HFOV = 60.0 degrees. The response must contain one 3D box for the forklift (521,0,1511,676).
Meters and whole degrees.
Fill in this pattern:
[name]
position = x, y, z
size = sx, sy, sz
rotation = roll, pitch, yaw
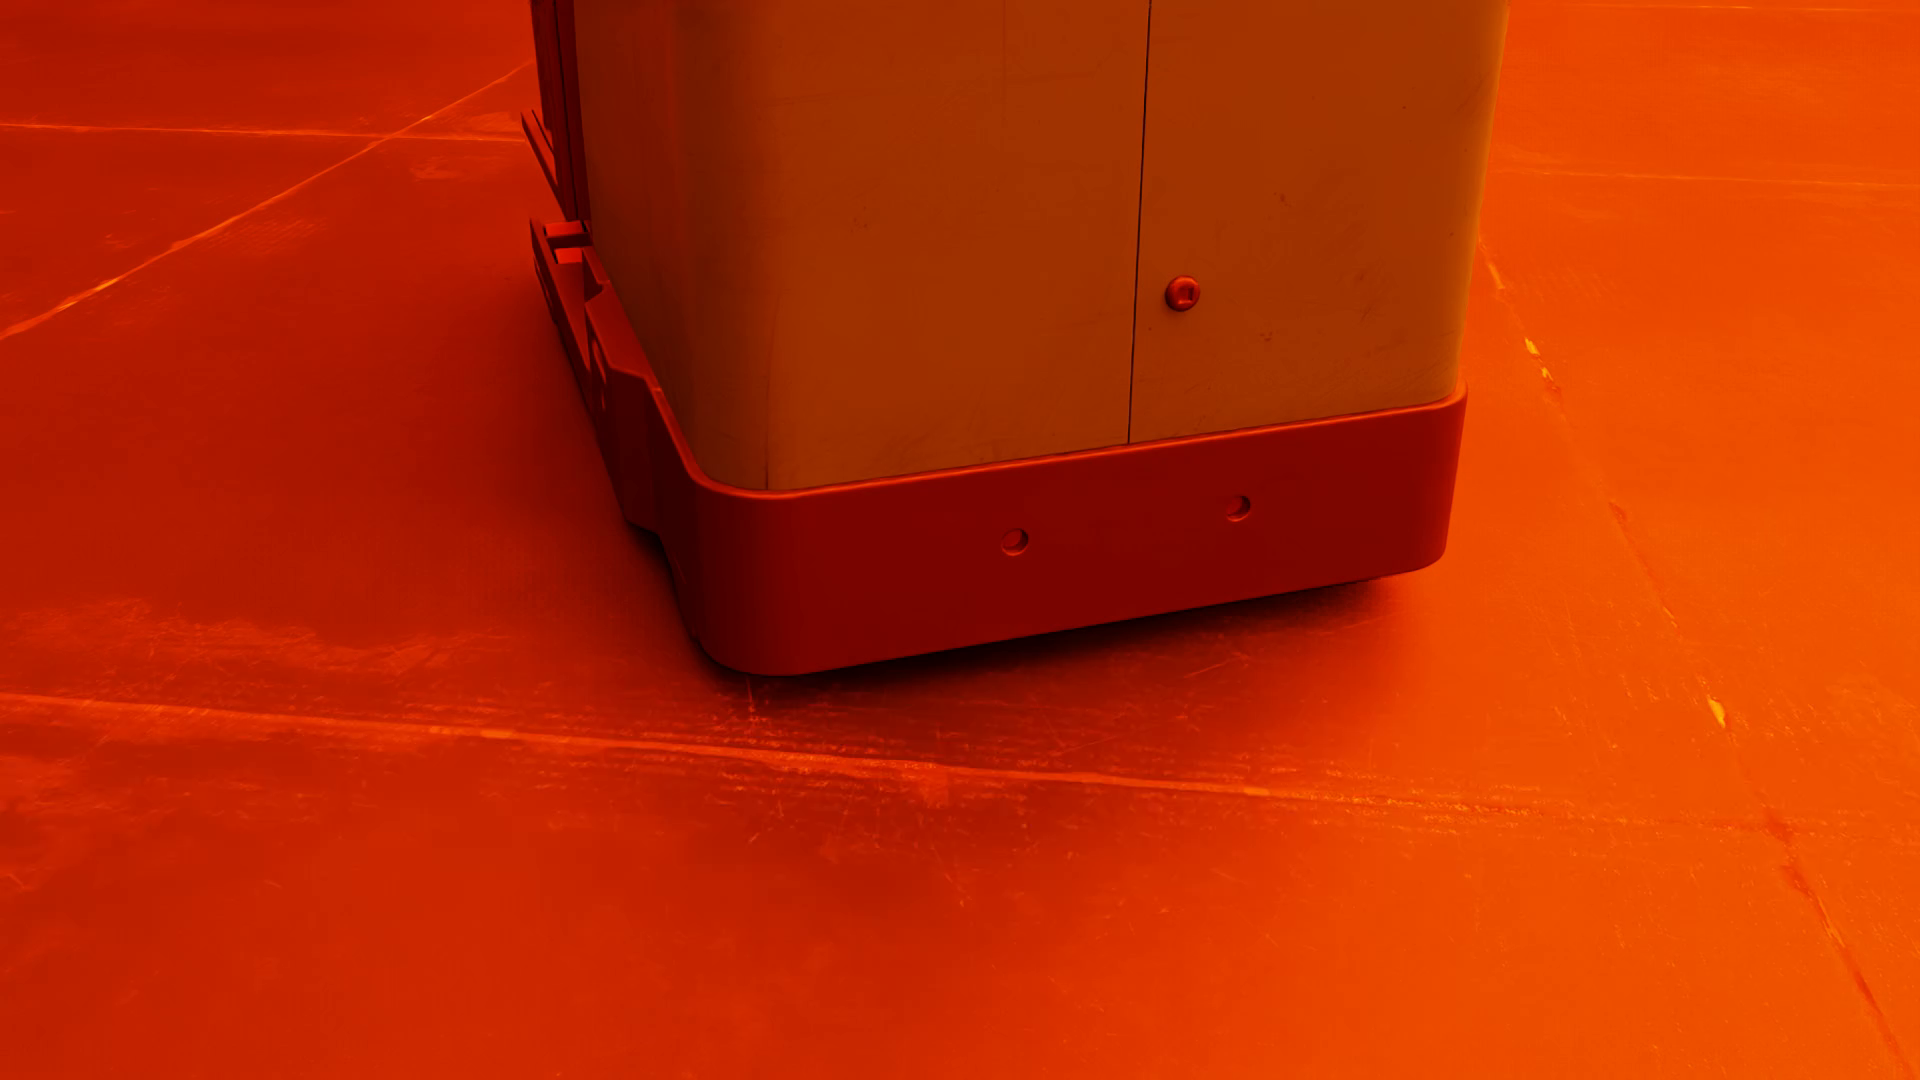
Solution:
[forklift]
position = -0.270, -1.785, 2.794
size = 1.130, 2.935, 3.031
rotation = -8, 28, -16
